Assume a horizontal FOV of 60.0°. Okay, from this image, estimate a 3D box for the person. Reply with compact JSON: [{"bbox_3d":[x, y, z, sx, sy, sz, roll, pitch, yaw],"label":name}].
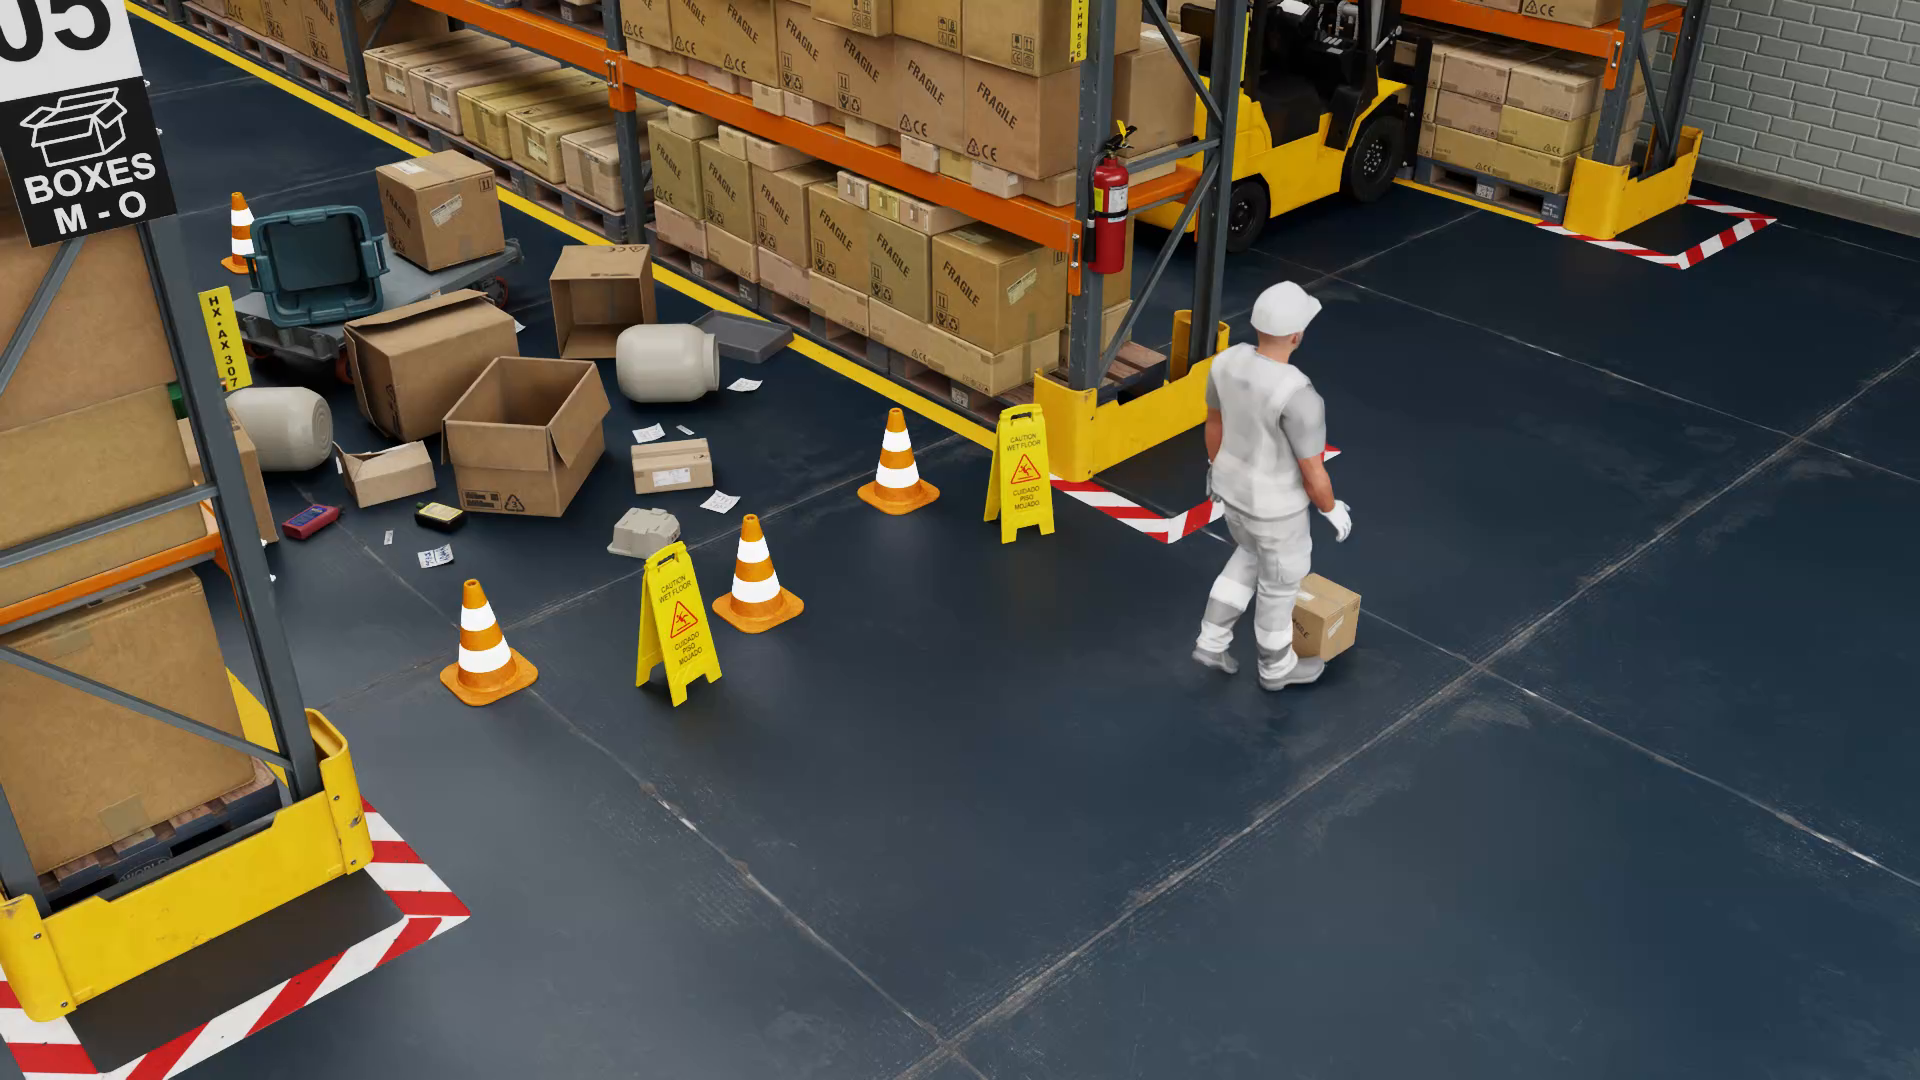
[{"bbox_3d":[1.229,-0.184,6.395,0.540,1.795,0.604,-19,36,-28],"label":"person"}]
